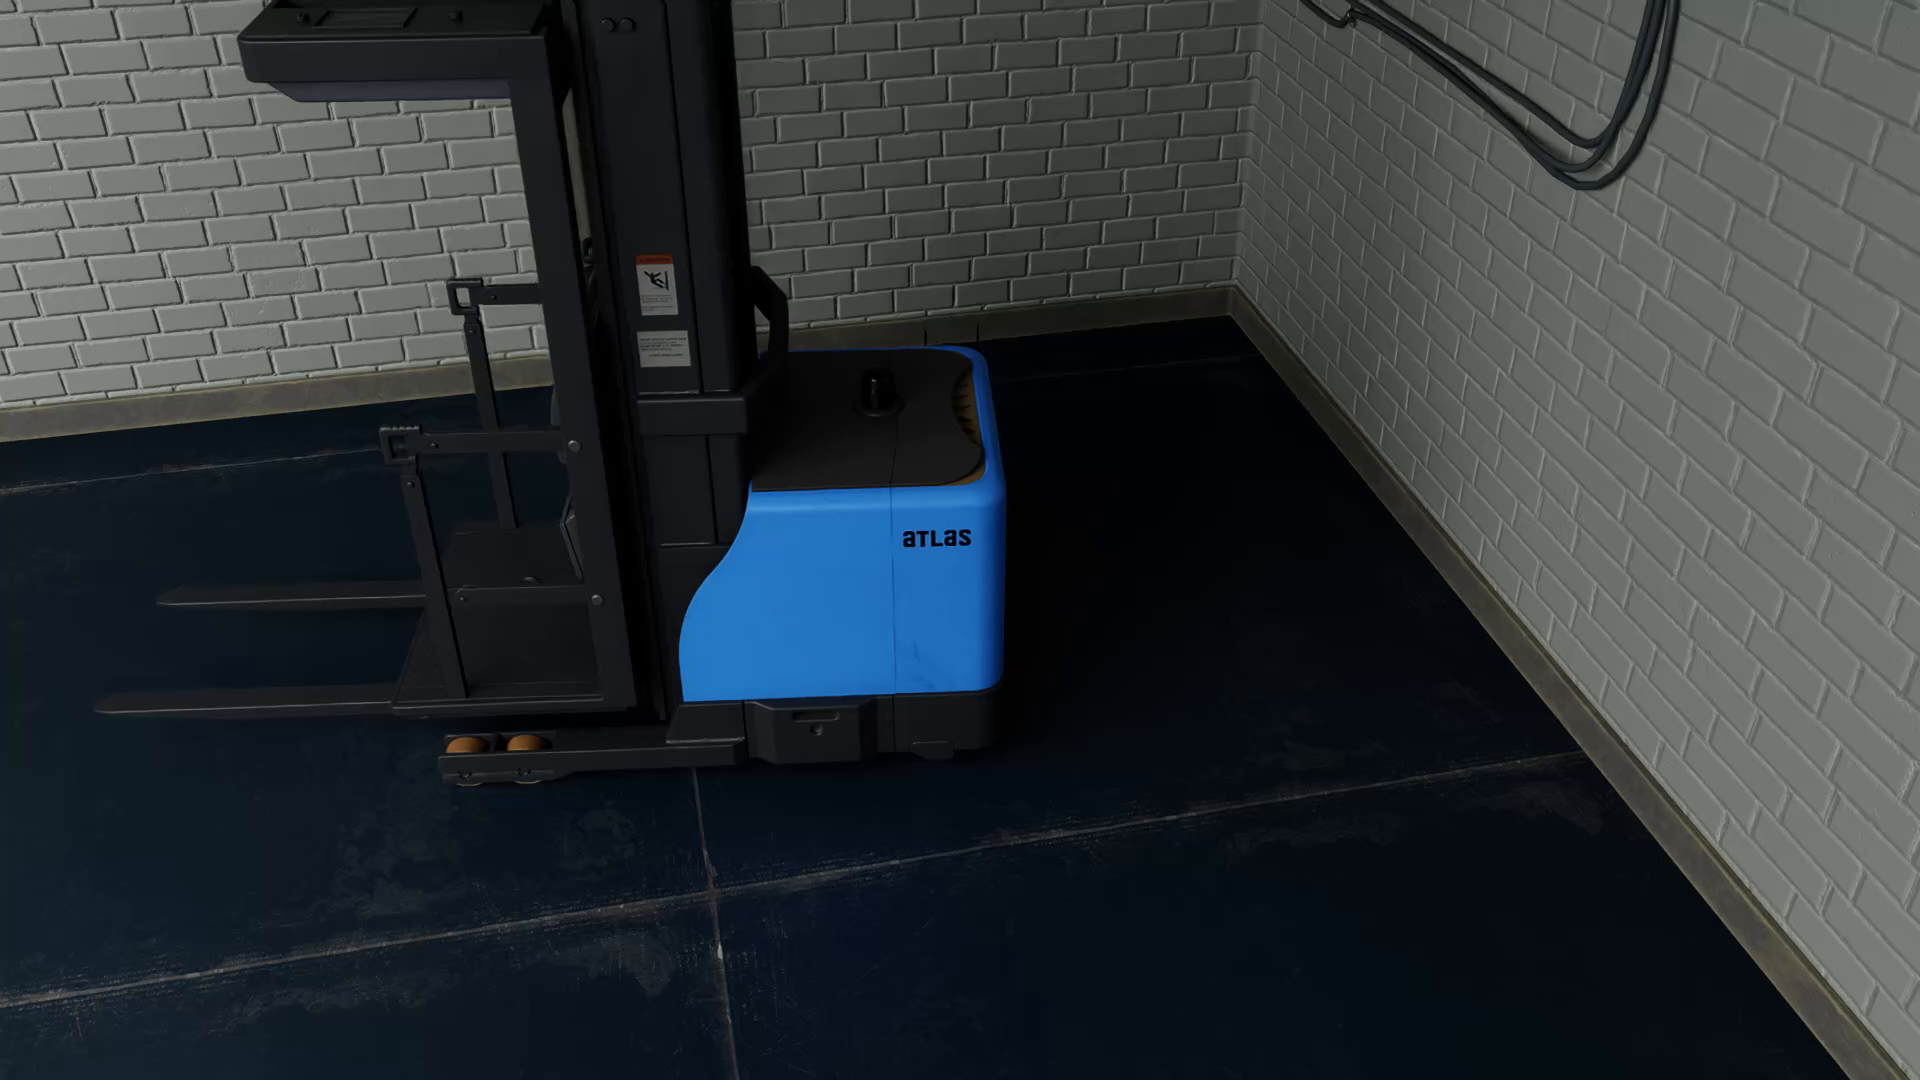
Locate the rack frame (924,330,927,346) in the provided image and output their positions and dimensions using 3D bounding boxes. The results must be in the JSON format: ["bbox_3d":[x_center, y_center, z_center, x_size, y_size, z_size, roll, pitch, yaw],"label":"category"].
[{"bbox_3d":[-0.107,-0.360,6.479,0.006,0.900,0.240,-7,35,-11],"label":"rack frame"}]

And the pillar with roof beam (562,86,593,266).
[{"bbox_3d":[-0.550,-2.113,1.823,0.400,9.000,9.100,-7,35,-11],"label":"pillar with roof beam"}]

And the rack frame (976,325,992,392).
[{"bbox_3d":[0.091,-0.385,6.516,0.006,0.900,0.240,-7,35,-11],"label":"rack frame"}]

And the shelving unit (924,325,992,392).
[{"bbox_3d":[-0.008,-0.373,6.498,0.210,0.900,0.258,-7,35,-11],"label":"shelving unit"}]

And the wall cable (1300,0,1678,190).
[{"bbox_3d":[1.666,-2.807,5.643,0.112,2.526,3.097,-7,35,-11],"label":"wall cable"}]

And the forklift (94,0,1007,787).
[{"bbox_3d":[-1.381,-0.702,5.165,3.031,2.935,1.130,-2,34,-3],"label":"forklift"}]
